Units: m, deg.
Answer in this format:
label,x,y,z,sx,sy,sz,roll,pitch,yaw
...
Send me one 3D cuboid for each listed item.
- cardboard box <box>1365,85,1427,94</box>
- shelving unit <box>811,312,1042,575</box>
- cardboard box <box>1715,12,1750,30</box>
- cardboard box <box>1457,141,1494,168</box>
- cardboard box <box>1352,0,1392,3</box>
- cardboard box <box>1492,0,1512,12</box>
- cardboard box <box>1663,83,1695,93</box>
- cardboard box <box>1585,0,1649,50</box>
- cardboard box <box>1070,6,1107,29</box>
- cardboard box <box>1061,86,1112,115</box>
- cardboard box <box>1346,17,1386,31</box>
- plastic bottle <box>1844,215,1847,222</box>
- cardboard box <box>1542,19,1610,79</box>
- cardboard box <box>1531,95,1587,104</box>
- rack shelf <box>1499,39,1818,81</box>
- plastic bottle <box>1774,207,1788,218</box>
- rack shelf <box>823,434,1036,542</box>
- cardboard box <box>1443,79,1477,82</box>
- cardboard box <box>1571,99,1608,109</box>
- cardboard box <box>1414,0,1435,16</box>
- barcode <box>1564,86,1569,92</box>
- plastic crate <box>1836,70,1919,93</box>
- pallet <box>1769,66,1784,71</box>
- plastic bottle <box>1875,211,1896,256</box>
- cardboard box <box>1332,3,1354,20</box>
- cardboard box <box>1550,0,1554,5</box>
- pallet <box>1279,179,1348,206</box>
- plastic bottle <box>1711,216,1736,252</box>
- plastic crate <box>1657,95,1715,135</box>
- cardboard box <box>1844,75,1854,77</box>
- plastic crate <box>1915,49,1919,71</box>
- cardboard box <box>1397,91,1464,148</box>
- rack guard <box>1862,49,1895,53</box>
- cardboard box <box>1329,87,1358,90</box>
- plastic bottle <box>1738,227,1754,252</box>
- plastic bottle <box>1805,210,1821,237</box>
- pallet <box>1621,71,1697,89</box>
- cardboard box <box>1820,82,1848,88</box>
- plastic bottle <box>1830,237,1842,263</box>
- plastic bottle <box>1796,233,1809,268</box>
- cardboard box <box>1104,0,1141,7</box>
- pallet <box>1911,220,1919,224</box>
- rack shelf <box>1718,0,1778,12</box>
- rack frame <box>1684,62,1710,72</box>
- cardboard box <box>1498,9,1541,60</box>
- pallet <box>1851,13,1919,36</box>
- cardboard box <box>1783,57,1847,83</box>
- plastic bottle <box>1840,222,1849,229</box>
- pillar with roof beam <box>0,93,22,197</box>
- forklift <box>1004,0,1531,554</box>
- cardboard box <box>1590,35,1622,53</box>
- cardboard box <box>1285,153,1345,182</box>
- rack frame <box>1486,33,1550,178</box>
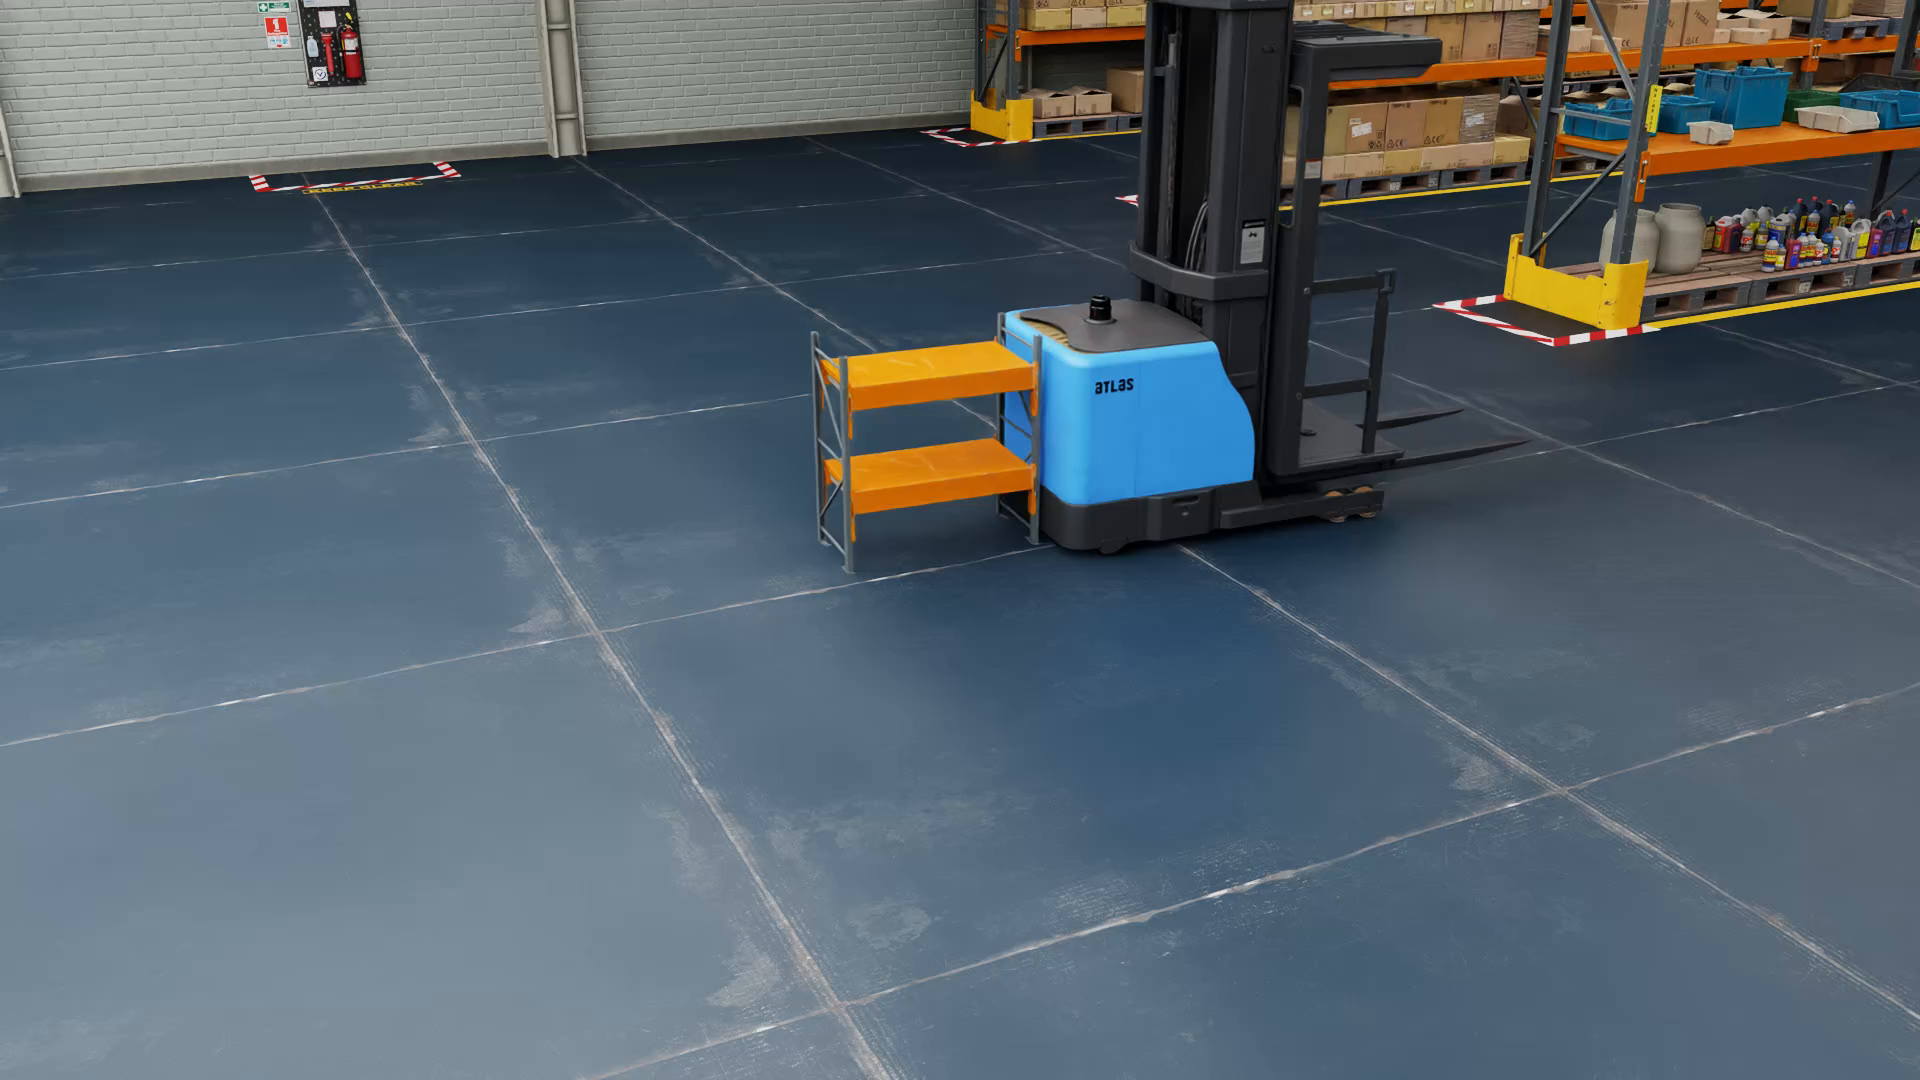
label,x,y,z,sx,sy,sz,roll,pitch,yaw
cardboard box,4.760,-4.672,18.181,0.500,0.500,0.500,-10,25,-24
shelving unit,-0.169,-0.507,8.504,1.048,1.125,0.538,-9,24,-20
cardboard box,8.929,-6.078,19.628,0.500,0.311,0.500,-11,25,-24
cardboard box,5.437,-4.229,18.090,0.500,0.250,0.500,-10,25,-24
cardboard box,4.010,-5.774,16.950,0.500,0.500,0.700,-10,25,-23
cardboard box,5.604,-5.679,17.570,0.250,0.149,0.380,-11,25,-25
cardboard box,8.750,-5.308,19.963,0.500,0.311,0.500,-11,25,-25
cardboard box,7.388,-5.793,18.691,0.500,0.500,0.500,-9,24,-20
cardboard box,1.498,-6.583,20.901,0.500,0.250,0.500,-11,25,-25
cardboard box,1.635,-5.719,21.585,0.500,0.311,0.500,-8,24,-19
cardboard box,3.957,-5.162,17.168,0.500,0.500,0.700,-10,25,-23
plastic bottle,7.791,-2.821,14.727,0.097,0.201,0.097,0,22,0
cardboard box,9.179,-7.328,24.792,0.750,0.750,0.750,-11,25,-24
cardboard box,6.921,-4.974,19.158,0.500,0.311,0.500,-10,24,-22
rack shelf,8.017,-5.537,19.144,4.000,0.370,1.077,-10,25,-24
plastic bottle,7.115,-2.742,14.430,0.133,0.283,0.061,-9,24,-21
rack shelf,-0.169,-0.281,8.598,1.000,0.278,0.538,-9,24,-20
cardboard box,7.041,-6.818,23.992,0.500,0.500,0.700,-10,25,-23
cardboard box,7.148,-4.784,18.698,0.500,0.311,0.500,-11,25,-24
cardboard box,4.680,-5.509,17.158,0.250,0.149,0.380,-10,24,-22
barcode,6.625,-4.928,18.171,0.075,0.075,0.001,-10,25,-24
plastic crate,7.833,-3.758,13.987,0.504,0.338,0.767,-10,25,-24
pallet,13.091,-7.585,26.799,1.213,0.211,1.003,-10,25,-24
plastic bottle,7.731,-2.571,13.927,0.185,0.351,0.144,-12,25,-26
cardboard box,3.748,-5.337,16.743,0.250,0.149,0.380,-11,25,-24
cardboard box,8.571,-7.829,24.043,0.250,0.149,0.380,-10,24,-22
pallet,3.281,-3.727,17.477,1.213,0.211,1.003,-10,25,-24
plastic bottle,6.459,-2.599,14.092,0.135,0.276,0.152,-10,25,-23
plastic crate,5.664,-3.389,13.210,0.408,0.251,0.499,-10,25,-24
cardboard box,11.496,-5.660,21.194,0.500,0.500,0.500,-11,25,-26
plastic crate,8.663,-4.045,14.516,0.583,0.464,0.402,-10,25,-24
cardboard box,4.987,-4.492,17.745,0.500,0.500,0.500,-10,25,-24
rack guard,14.897,-8.083,27.624,0.348,0.500,1.175,-10,25,-24
cardboard box,5.163,-6.523,23.279,0.500,0.500,0.700,-11,25,-25
plastic bottle,6.655,-2.548,14.066,0.097,0.201,0.097,0,22,0
plastic bottle,7.374,-2.716,14.380,0.097,0.271,0.097,0,22,0
pallet,10.609,-7.128,25.695,1.213,0.211,1.003,-10,25,-24
cardboard box,10.822,-5.315,20.361,0.500,0.500,0.500,-11,25,-26
plastic bottle,7.197,-2.394,13.694,0.097,0.201,0.097,0,22,0
plastic bottle,6.833,-2.359,13.519,0.097,0.271,0.097,0,22,0
cardboard box,1.937,-7.004,20.939,0.500,0.500,0.500,-11,25,-25
pallet,9.050,-2.685,14.960,1.213,0.211,1.003,-10,25,-24
rack shelf,13.073,-8.570,26.472,4.000,0.370,1.077,-10,25,-24
rack frame,11.271,-8.571,25.533,0.127,3.000,1.000,-10,25,-24
cardboard box,5.817,-5.508,18.003,0.500,0.500,0.700,-11,25,-25
pallet,11.569,-6.436,20.628,1.213,0.211,1.003,-10,25,-24
cardboard box,10.609,-5.842,20.655,0.500,0.250,0.500,-9,24,-22
plastic bottle,7.373,-2.517,13.885,0.133,0.283,0.061,-10,25,-24
pillar with roof beam,-8.232,-6.292,12.185,0.400,9.000,9.100,-10,25,-24
forklift,1.759,-1.626,8.846,3.031,2.935,1.130,-9,24,-20
cardboard box,7.102,-5.498,18.438,0.250,0.149,0.380,-10,25,-24
cardboard box,3.639,-3.894,17.281,0.500,0.250,0.500,-10,25,-24
rack frame,6.214,-5.537,18.205,0.127,3.000,1.000,-10,25,-24
